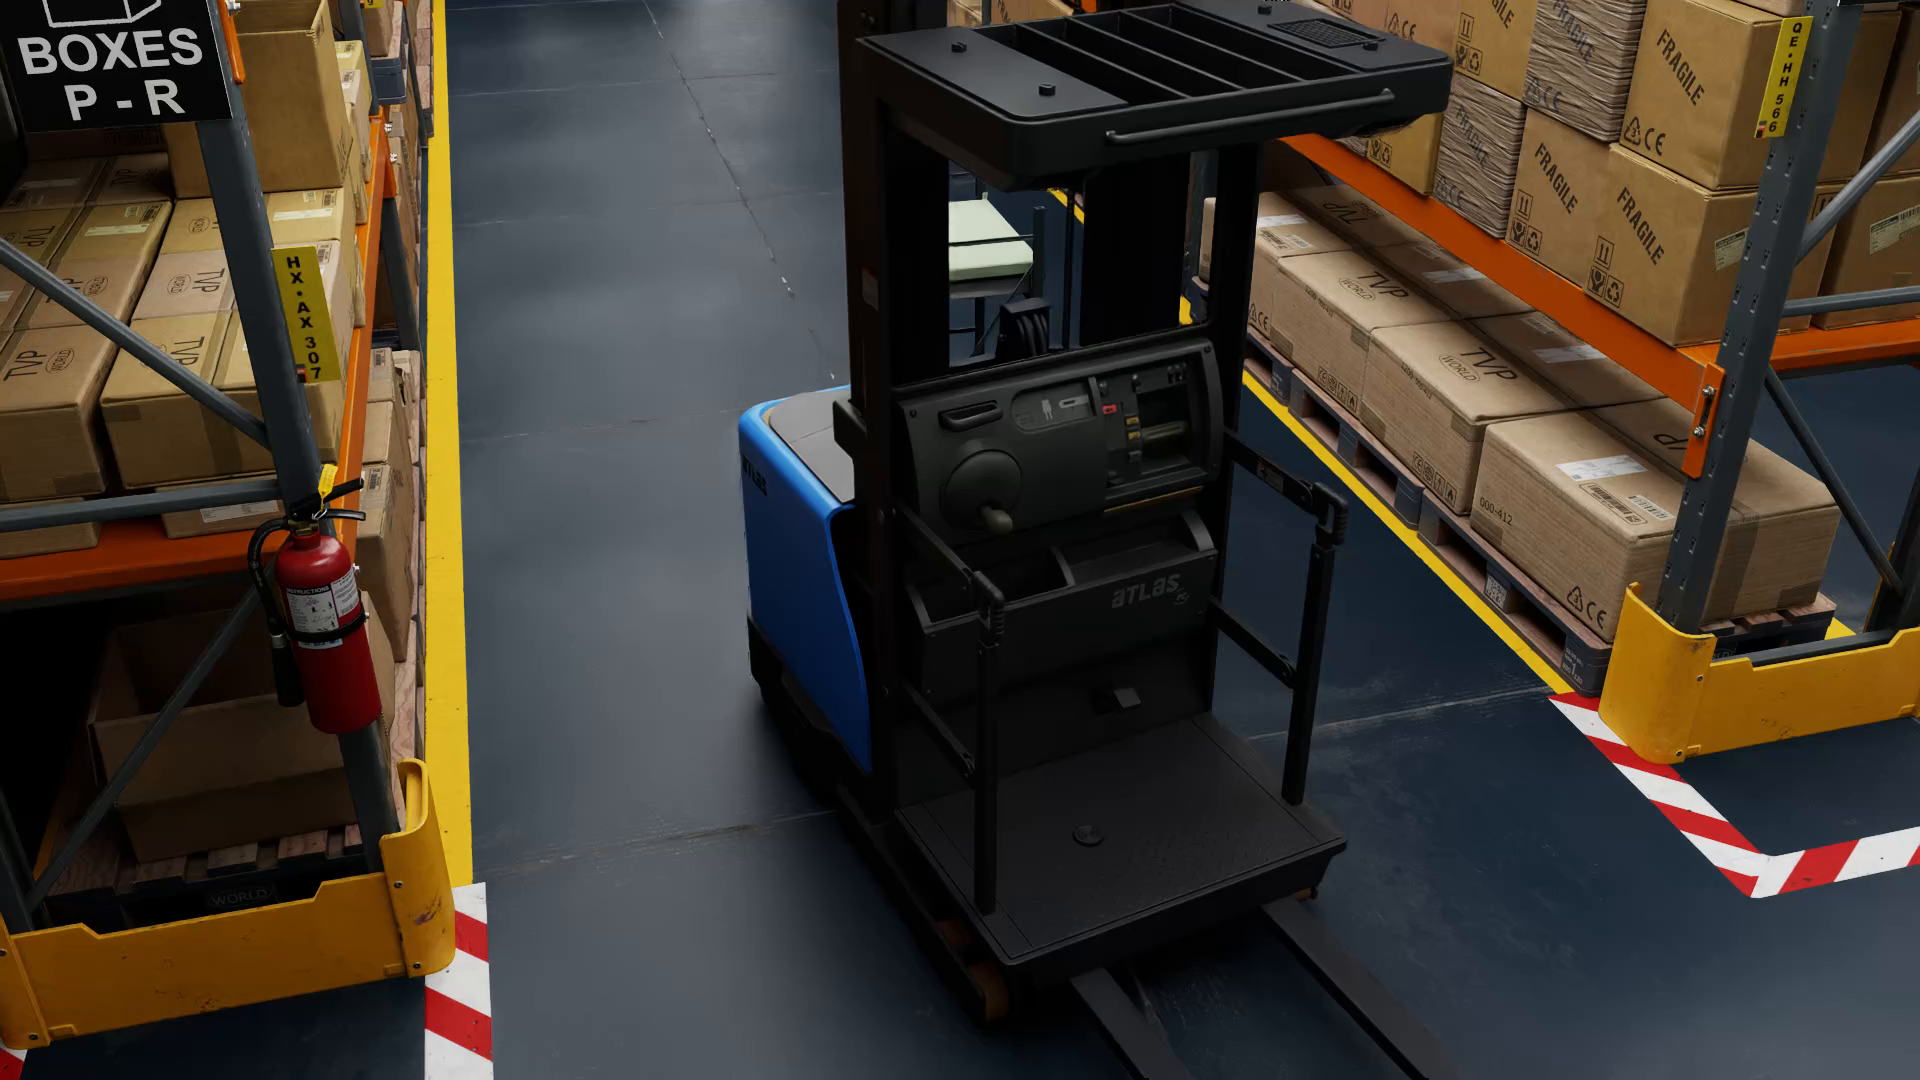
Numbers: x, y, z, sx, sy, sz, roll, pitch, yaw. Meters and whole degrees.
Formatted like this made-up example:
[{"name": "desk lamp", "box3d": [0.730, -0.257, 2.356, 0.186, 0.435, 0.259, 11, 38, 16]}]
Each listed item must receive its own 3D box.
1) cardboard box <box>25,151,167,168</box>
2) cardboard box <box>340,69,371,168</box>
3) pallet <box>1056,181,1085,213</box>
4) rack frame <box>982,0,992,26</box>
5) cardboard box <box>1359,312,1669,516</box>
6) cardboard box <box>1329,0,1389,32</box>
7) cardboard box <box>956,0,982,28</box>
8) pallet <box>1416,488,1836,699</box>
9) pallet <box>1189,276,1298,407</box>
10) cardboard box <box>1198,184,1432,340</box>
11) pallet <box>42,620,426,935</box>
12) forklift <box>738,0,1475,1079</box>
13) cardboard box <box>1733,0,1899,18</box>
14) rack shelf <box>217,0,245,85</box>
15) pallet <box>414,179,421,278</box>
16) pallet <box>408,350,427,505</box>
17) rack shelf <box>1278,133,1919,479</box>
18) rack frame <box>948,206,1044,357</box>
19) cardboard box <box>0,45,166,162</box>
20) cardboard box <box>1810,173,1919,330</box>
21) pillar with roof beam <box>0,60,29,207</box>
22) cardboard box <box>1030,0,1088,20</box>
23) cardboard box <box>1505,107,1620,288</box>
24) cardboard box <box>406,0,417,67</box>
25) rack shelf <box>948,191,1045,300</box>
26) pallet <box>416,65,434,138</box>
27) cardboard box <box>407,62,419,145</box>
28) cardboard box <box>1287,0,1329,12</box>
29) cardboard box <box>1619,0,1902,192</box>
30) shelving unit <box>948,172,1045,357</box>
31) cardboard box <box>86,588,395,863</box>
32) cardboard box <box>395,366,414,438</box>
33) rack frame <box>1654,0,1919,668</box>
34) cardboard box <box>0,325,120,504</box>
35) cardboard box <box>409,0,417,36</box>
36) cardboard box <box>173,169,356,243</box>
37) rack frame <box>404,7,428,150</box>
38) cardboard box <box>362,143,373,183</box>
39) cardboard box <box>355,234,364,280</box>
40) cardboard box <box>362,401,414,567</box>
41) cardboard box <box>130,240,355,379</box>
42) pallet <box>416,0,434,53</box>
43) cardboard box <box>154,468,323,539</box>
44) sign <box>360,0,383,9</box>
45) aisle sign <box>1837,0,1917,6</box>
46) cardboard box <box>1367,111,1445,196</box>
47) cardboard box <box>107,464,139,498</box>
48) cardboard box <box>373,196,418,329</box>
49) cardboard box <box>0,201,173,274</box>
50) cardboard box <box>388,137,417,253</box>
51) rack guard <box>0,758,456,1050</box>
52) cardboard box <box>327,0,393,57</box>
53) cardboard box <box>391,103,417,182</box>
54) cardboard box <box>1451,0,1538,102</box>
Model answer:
[{"name": "cardboard box", "box3d": [-2.922, -1.291, 5.839, 0.500, 0.250, 0.500, -7, 31, -12]}, {"name": "cardboard box", "box3d": [-2.550, -1.603, 6.378, 0.500, 0.250, 0.500, -8, 31, -13]}, {"name": "pallet", "box3d": [1.112, -2.401, 10.687, 1.003, 0.211, 1.213, -8, 31, -13]}, {"name": "rack frame", "box3d": [0.655, -4.587, 11.680, 1.000, 3.000, 0.127, -8, 31, -13]}, {"name": "cardboard box", "box3d": [2.256, -0.542, 6.831, 0.875, 0.438, 0.875, -7, 31, -12]}, {"name": "cardboard box", "box3d": [1.863, -2.375, 6.761, 0.500, 0.500, 0.500, -7, 31, -12]}, {"name": "cardboard box", "box3d": [0.515, -3.905, 12.707, 0.950, 0.372, 0.625, -10, 32, -17]}, {"name": "pallet", "box3d": [2.491, 0.108, 6.352, 1.003, 0.211, 1.213, -8, 31, -13]}, {"name": "pallet", "box3d": [1.843, -1.070, 8.388, 1.003, 0.211, 1.213, -8, 31, -13]}, {"name": "cardboard box", "box3d": [1.780, -1.410, 8.330, 0.875, 0.438, 0.875, -8, 31, -14]}, {"name": "pallet", "box3d": [-2.239, 0.724, 5.288, 1.003, 0.211, 1.213, -8, 31, -13]}, {"name": "forklift", "box3d": [0.385, -0.220, 4.205, 1.130, 2.935, 3.031, -14, 33, -23]}, {"name": "cardboard box", "box3d": [2.490, -1.626, 4.820, 0.380, 0.149, 0.250, -7, 31, -13]}, {"name": "rack shelf", "box3d": [-2.537, -2.014, 4.959, 1.077, 0.370, 4.000, -8, 31, -13]}, {"name": "pallet", "box3d": [-3.647, -1.764, 9.587, 1.003, 0.211, 1.213, -8, 31, -13]}, {"name": "pallet", "box3d": [-2.886, -0.454, 7.324, 1.003, 0.211, 1.213, -8, 31, -13]}, {"name": "rack shelf", "box3d": [2.248, -1.377, 6.853, 1.077, 0.370, 4.000, -8, 31, -13]}, {"name": "rack frame", "box3d": [0.095, -0.476, 6.074, 0.400, 1.500, 0.023, -8, 31, -13]}, {"name": "cardboard box", "box3d": [-2.929, -1.627, 5.670, 0.500, 0.500, 0.500, -9, 31, -15]}, {"name": "cardboard box", "box3d": [2.928, -1.036, 5.446, 0.500, 0.500, 0.500, -8, 31, -14]}, {"name": "pillar with roof beam", "box3d": [0.399, -4.706, 5.897, 9.100, 9.000, 0.400, -8, 31, -13]}, {"name": "cardboard box", "box3d": [0.991, -3.073, 10.766, 0.875, 0.875, 0.875, -7, 31, -13]}, {"name": "cardboard box", "box3d": [2.277, -1.208, 5.743, 0.500, 0.500, 0.500, -8, 31, -14]}, {"name": "cardboard box", "box3d": [-4.463, -3.696, 12.093, 0.875, 0.625, 0.625, -7, 31, -12]}, {"name": "rack shelf", "box3d": [-0.002, -0.990, 6.184, 0.431, 0.370, 0.720, -8, 31, -13]}, {"name": "pallet", "box3d": [-4.310, -3.121, 11.931, 1.003, 0.211, 1.213, -8, 31, -13]}, {"name": "cardboard box", "box3d": [-3.810, -2.849, 10.754, 0.500, 0.500, 0.500, -7, 31, -12]}, {"name": "cardboard box", "box3d": [1.719, -2.193, 7.445, 0.500, 0.500, 0.500, -8, 31, -13]}, {"name": "cardboard box", "box3d": [2.421, -1.400, 5.076, 0.500, 0.500, 0.500, -7, 31, -12]}, {"name": "shelving unit", "box3d": [-0.002, -0.652, 6.380, 0.431, 1.500, 0.755, -8, 31, -13]}, {"name": "cardboard box", "box3d": [-2.077, 0.530, 4.913, 0.797, 0.503, 0.637, -9, 31, -15]}, {"name": "cardboard box", "box3d": [-2.542, -0.589, 7.083, 0.396, 0.266, 0.258, -7, 31, -11]}, {"name": "rack frame", "box3d": [2.779, -0.723, 5.004, 1.000, 3.000, 0.127, -8, 31, -13]}, {"name": "cardboard box", "box3d": [-2.384, -0.312, 4.147, 0.500, 0.250, 0.500, -7, 31, -12]}, {"name": "cardboard box", "box3d": [-4.843, -4.384, 13.282, 0.875, 0.625, 0.625, -8, 31, -14]}, {"name": "cardboard box", "box3d": [-2.295, -1.112, 5.529, 0.500, 0.250, 0.500, -9, 31, -15]}, {"name": "rack frame", "box3d": [-4.129, -3.925, 10.537, 1.000, 3.000, 0.127, -8, 31, -13]}, {"name": "cardboard box", "box3d": [-2.557, -1.519, 6.630, 0.380, 0.149, 0.250, -7, 31, -12]}, {"name": "cardboard box", "box3d": [-2.212, -0.901, 5.563, 0.380, 0.149, 0.250, -7, 31, -12]}, {"name": "cardboard box", "box3d": [-2.310, -0.156, 6.100, 0.500, 0.500, 0.500, -7, 31, -12]}, {"name": "cardboard box", "box3d": [-2.001, -0.623, 4.685, 0.500, 0.250, 0.500, -8, 31, -13]}, {"name": "pallet", "box3d": [-4.958, -4.299, 13.967, 1.003, 0.211, 1.213, -8, 31, -13]}, {"name": "cardboard box", "box3d": [-1.829, -0.148, 4.261, 0.380, 0.149, 0.250, -8, 31, -14]}, {"name": "sign", "box3d": [-2.546, -2.443, 7.113, 0.100, 0.325, 0.005, -8, 31, -13]}, {"name": "aisle sign", "box3d": [2.499, -1.772, 4.222, 0.394, 0.787, 0.004, -8, 31, -13]}, {"name": "cardboard box", "box3d": [1.981, -1.703, 6.598, 0.500, 0.500, 0.500, -7, 31, -12]}, {"name": "cardboard box", "box3d": [-2.361, -0.207, 4.365, 0.380, 0.149, 0.250, -7, 31, -12]}, {"name": "cardboard box", "box3d": [-2.979, -1.356, 8.175, 0.500, 0.500, 0.500, -7, 31, -11]}, {"name": "cardboard box", "box3d": [-2.646, -0.801, 4.992, 0.500, 0.250, 0.500, -7, 31, -12]}, {"name": "cardboard box", "box3d": [-3.258, -1.854, 9.035, 0.500, 0.500, 0.500, -9, 31, -15]}, {"name": "rack guard", "box3d": [-2.026, 0.984, 4.551, 1.175, 0.500, 0.348, -8, 31, -13]}, {"name": "cardboard box", "box3d": [-2.980, -2.481, 7.524, 0.700, 0.500, 0.500, -7, 31, -12]}, {"name": "cardboard box", "box3d": [-3.546, -2.354, 9.898, 0.500, 0.500, 0.500, -7, 31, -11]}, {"name": "cardboard box", "box3d": [2.126, -1.888, 5.919, 0.500, 0.500, 0.500, -8, 31, -14]}]
